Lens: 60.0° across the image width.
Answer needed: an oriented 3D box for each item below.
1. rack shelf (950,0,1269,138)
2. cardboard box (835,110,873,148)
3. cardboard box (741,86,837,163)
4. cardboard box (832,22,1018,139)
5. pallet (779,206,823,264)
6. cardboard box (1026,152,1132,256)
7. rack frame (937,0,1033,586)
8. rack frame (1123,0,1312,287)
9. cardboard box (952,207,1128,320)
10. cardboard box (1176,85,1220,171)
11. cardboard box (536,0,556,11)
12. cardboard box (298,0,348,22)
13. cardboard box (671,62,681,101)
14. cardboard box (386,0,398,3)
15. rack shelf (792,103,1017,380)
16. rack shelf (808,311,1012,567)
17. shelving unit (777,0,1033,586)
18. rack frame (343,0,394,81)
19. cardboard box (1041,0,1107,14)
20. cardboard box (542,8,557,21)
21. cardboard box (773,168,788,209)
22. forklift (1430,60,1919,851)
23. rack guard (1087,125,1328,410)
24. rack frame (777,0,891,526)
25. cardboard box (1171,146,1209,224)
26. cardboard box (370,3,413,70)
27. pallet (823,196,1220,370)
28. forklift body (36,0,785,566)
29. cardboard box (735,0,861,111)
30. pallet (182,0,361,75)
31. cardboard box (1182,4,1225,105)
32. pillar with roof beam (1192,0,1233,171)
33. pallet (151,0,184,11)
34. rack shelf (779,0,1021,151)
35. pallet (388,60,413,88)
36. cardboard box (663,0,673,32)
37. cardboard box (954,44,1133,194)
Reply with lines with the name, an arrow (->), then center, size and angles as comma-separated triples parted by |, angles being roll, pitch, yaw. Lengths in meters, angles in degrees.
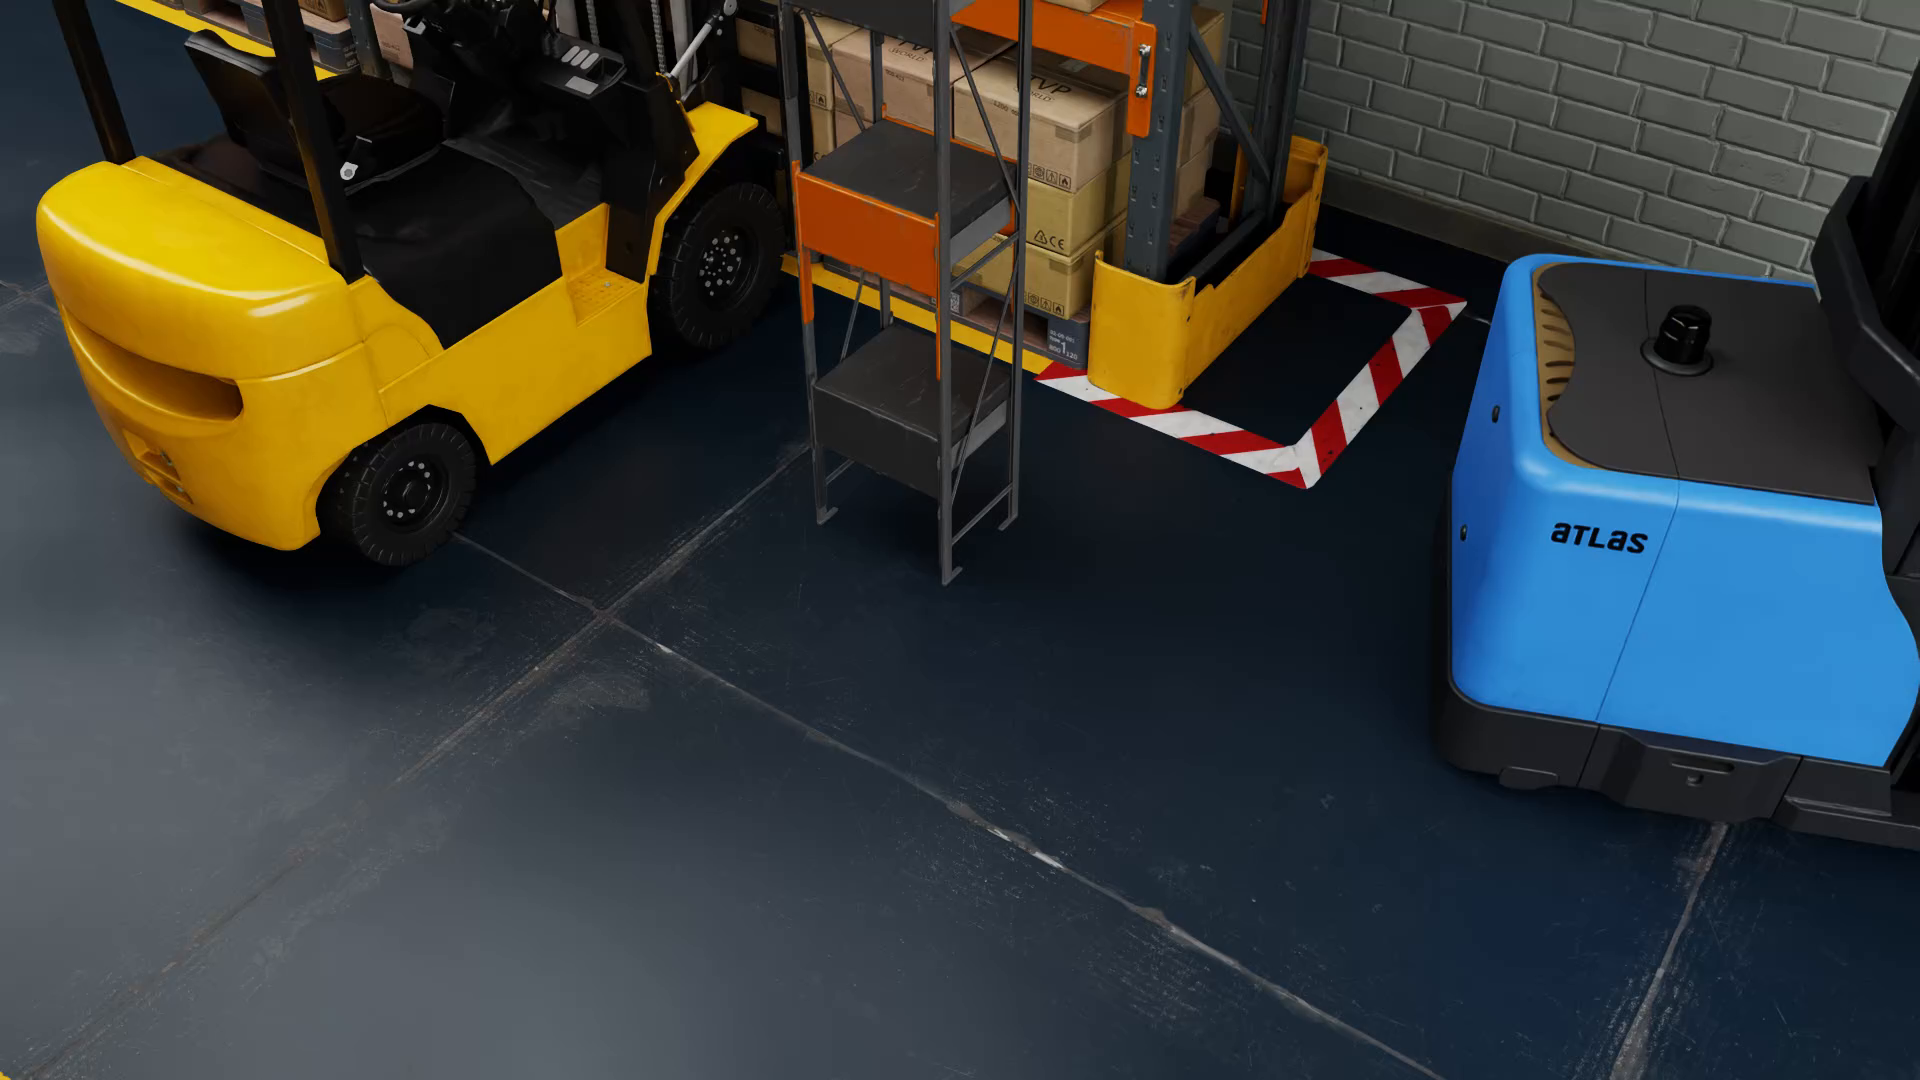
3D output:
rack shelf -> -0.756, -2.443, 6.270 | 4.000, 0.370, 1.077 | 25, 48, 25
cardboard box -> -0.101, -1.477, 6.023 | 0.500, 0.250, 0.500 | 25, 47, 25
cardboard box -> -0.536, -1.663, 6.231 | 0.500, 0.250, 0.500 | 24, 47, 24
cardboard box -> -0.096, -1.648, 5.839 | 0.500, 0.250, 0.500 | 26, 48, 26
pallet -> -0.764, -1.643, 6.928 | 1.213, 0.211, 1.003 | 25, 48, 25
cardboard box -> 0.303, -1.279, 5.802 | 0.500, 0.250, 0.500 | 24, 47, 25
rack frame -> 0.064, -0.752, 4.516 | 0.015, 2.100, 0.400 | 25, 48, 25
rack frame -> 0.881, -1.945, 5.174 | 0.127, 3.000, 1.000 | 25, 48, 25
cardboard box -> 0.315, -1.084, 5.959 | 0.500, 0.250, 0.500 | 25, 48, 26
cardboard box -> 0.616, -1.556, 6.112 | 0.500, 0.250, 0.500 | 26, 48, 26
cardboard box -> -1.351, -2.239, 6.500 | 0.500, 0.250, 0.500 | 27, 48, 27
cardboard box -> -2.827, -2.942, 7.754 | 0.625, 0.625, 0.875 | 27, 48, 27
cardboard box -> -0.944, -1.856, 6.447 | 0.500, 0.250, 0.500 | 25, 47, 25
cardboard box -> -2.175, -2.441, 7.101 | 0.500, 0.250, 0.500 | 25, 47, 25
rack shelf -> -0.136, -0.836, 4.630 | 0.480, 0.518, 0.431 | 25, 48, 25
rack shelf -> -0.136, -0.314, 5.097 | 0.480, 0.518, 0.431 | 25, 48, 25
shelving unit -> -0.136, -0.846, 4.621 | 0.503, 2.100, 0.431 | 25, 48, 25
rack frame -> -2.394, -3.476, 6.886 | 0.127, 3.000, 1.000 | 25, 48, 25
cardboard box -> 0.328, -2.027, 5.191 | 0.500, 0.500, 0.500 | 24, 47, 24
cardboard box -> -1.356, -2.050, 6.664 | 0.500, 0.250, 0.500 | 25, 47, 25
cardboard box -> -0.491, -1.476, 6.397 | 0.500, 0.250, 0.500 | 26, 48, 26
forklift -> 2.855, -0.561, 3.678 | 3.031, 2.935, 1.130 | 8, 42, 9
rack guard -> 0.901, -1.004, 5.997 | 0.348, 0.500, 1.175 | 25, 48, 25
rack frame -> -0.335, -0.939, 4.725 | 0.015, 2.100, 0.400 | 25, 48, 25
cardboard box -> 0.591, -1.372, 6.280 | 0.500, 0.250, 0.500 | 25, 48, 25
cardboard box -> -2.188, -2.242, 7.254 | 0.500, 0.250, 0.500 | 26, 48, 26
pallet -> 0.231, -1.176, 6.406 | 1.213, 0.211, 1.003 | 25, 48, 25
forklift body -> -1.719, -1.359, 5.155 | 1.214, 2.155, 2.313 | 25, 48, 25
cardboard box -> -0.515, -1.835, 6.049 | 0.500, 0.250, 0.500 | 26, 48, 26
pallet -> -3.019, -2.698, 8.107 | 1.213, 0.211, 1.003 | 25, 48, 25
cardboard box -> 0.596, -1.737, 5.939 | 0.500, 0.250, 0.500 | 24, 47, 25
pillar with roof beam -> -1.643, -2.589, 1.395 | 0.400, 9.000, 9.100 | 25, 48, 25
pallet -> -4.022, -3.165, 8.629 | 1.213, 0.211, 1.003 | 25, 48, 25
rack shelf -> -0.135, -1.357, 4.163 | 0.480, 0.518, 0.431 | 25, 48, 25
pallet -> -1.767, -2.110, 7.450 | 1.213, 0.211, 1.003 | 25, 48, 25
cardboard box -> -0.926, -2.034, 6.270 | 0.500, 0.250, 0.500 | 24, 47, 25
cardboard box -> 0.325, -1.455, 5.624 | 0.500, 0.250, 0.500 | 27, 48, 27
